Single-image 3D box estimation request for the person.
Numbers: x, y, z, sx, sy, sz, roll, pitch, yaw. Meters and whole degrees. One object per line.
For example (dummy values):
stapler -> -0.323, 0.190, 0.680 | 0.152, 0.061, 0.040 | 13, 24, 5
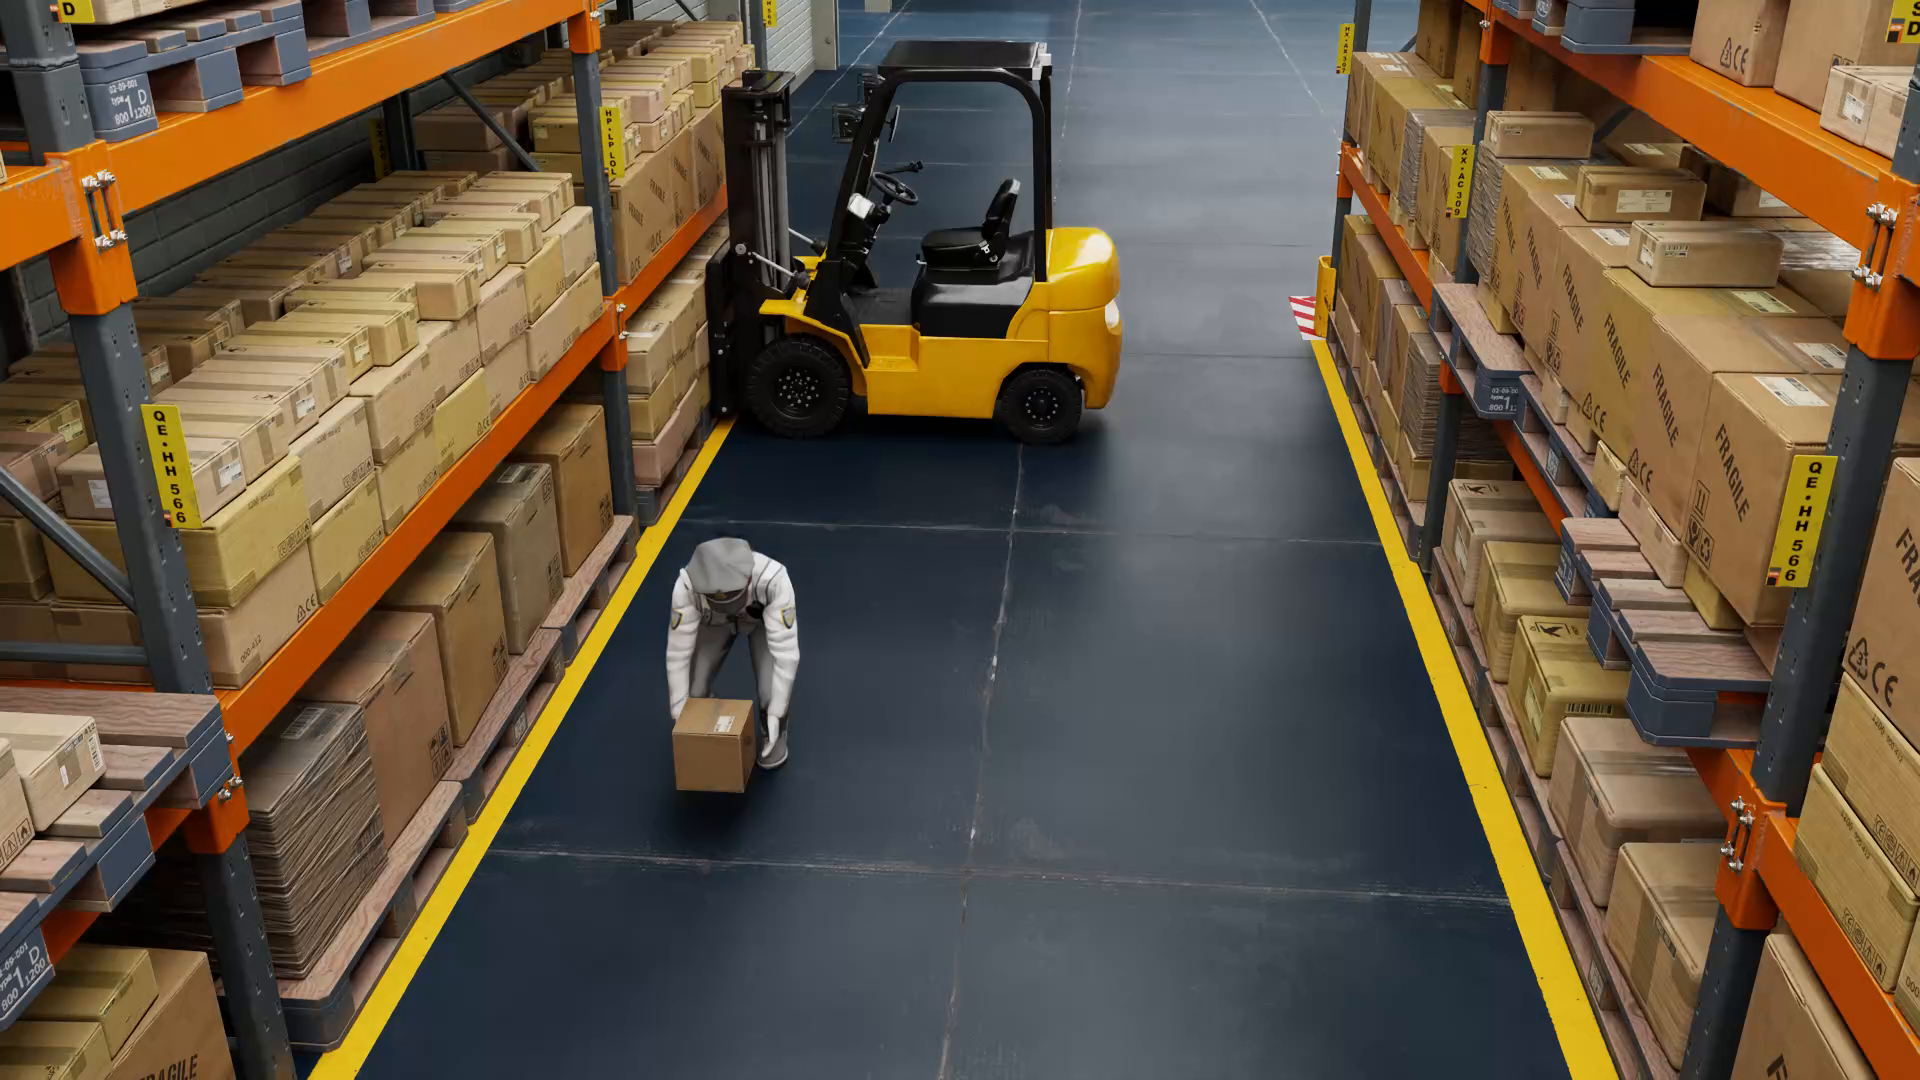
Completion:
person -> -0.845, 0.407, 6.410 | 0.507, 1.094, 0.812 | 2, 25, 4
